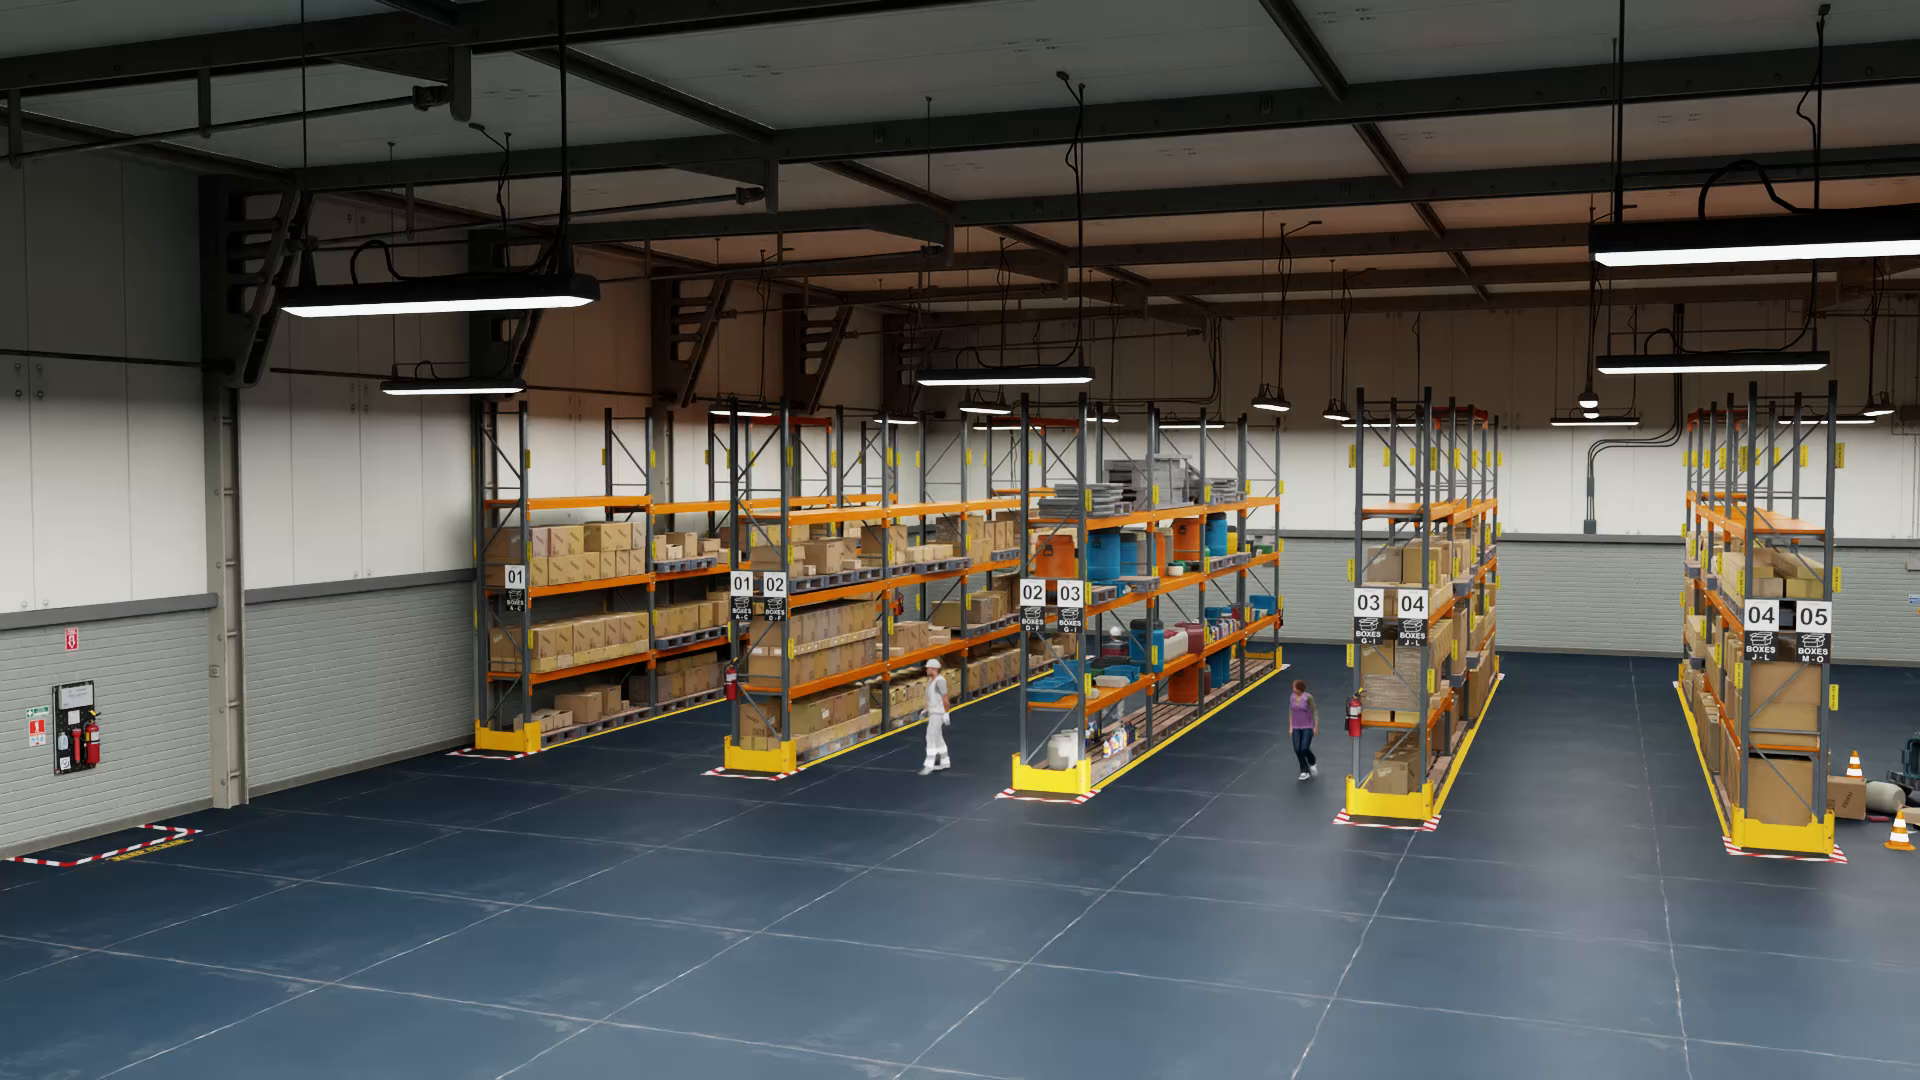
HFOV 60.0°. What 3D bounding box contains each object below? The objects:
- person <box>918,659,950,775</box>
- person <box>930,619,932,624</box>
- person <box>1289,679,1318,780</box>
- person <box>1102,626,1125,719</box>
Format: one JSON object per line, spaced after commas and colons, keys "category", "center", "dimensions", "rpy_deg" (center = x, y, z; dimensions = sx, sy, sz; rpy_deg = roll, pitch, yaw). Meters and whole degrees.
{"category": "person", "center": [-0.445, 2.818, 26.686], "dimensions": [0.623, 1.805, 0.628], "rpy_deg": [-1, 3, -16]}
{"category": "person", "center": [-0.419, 2.317, 39.220], "dimensions": [0.529, 1.518, 0.795], "rpy_deg": [2, 3, 32]}
{"category": "person", "center": [5.386, 2.962, 26.028], "dimensions": [0.498, 1.561, 0.455], "rpy_deg": [2, 4, 40]}
{"category": "person", "center": [2.967, 2.577, 31.938], "dimensions": [0.584, 1.838, 0.581], "rpy_deg": [-1, 3, -18]}
